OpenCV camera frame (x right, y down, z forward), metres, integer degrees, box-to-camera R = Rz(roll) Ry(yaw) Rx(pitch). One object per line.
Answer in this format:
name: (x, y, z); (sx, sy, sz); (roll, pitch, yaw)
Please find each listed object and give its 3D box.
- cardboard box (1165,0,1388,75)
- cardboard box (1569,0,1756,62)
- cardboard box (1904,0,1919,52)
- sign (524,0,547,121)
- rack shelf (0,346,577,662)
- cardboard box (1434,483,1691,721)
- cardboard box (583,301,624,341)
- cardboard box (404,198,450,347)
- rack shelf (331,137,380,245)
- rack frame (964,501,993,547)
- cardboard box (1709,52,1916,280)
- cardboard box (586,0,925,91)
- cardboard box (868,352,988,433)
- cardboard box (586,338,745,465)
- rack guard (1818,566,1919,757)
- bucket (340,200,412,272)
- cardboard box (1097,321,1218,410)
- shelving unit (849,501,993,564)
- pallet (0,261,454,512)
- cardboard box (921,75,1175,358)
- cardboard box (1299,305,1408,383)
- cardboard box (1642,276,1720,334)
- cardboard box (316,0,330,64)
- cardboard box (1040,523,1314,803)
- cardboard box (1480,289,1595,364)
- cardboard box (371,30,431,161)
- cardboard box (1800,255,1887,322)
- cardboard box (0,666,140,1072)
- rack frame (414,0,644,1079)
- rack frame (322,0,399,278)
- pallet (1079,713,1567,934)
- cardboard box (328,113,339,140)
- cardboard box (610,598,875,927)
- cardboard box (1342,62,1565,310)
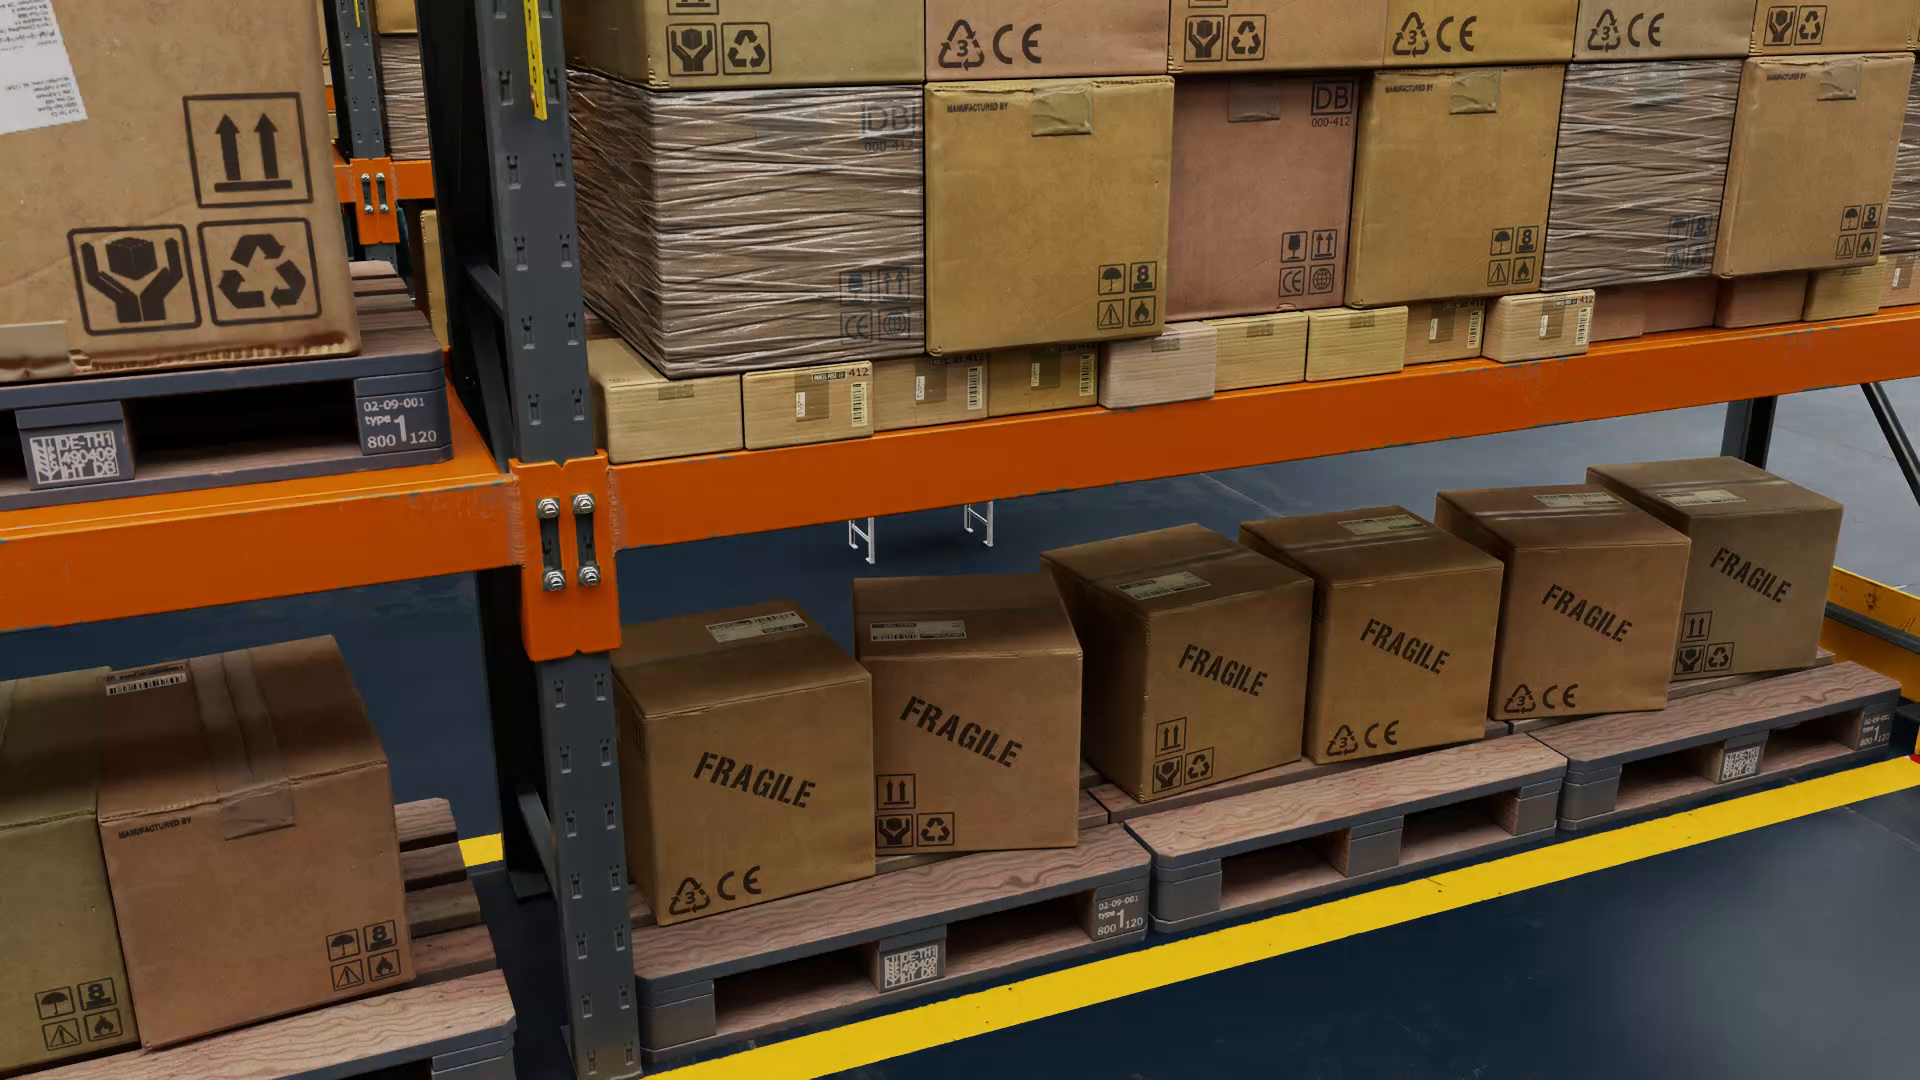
cardboard box: (0.529, -1.231, 3.399); (0.500, 0.500, 0.500); (-8, 21, -22)
cardboard box: (1.446, -1.364, 3.775); (0.500, 0.500, 0.500); (-8, 21, -22)
cardboard box: (2.363, -1.496, 4.151); (0.500, 0.500, 0.500); (-8, 21, -22)
sign: (-0.680, -0.836, 2.637); (0.005, 0.325, 0.100); (-8, 21, -22)
rack shelf: (-2.739, 0.144, 2.680); (4.000, 0.370, 1.077); (-8, 21, -22)
cardboard box: (1.655, 0.162, 4.676); (0.500, 0.500, 0.500); (-3, 20, -8)
cardboard box: (-0.822, -0.458, 3.685); (0.250, 0.149, 0.380); (-8, 21, -22)
cardboard box: (-2.170, -1.242, 8.099); (0.875, 0.875, 0.875); (-8, 21, -21)
rack shelf: (-4.611, -1.382, 7.014); (4.000, 0.370, 1.077); (-8, 21, -22)
rack frame: (0.072, -0.576, 6.352); (0.015, 1.200, 0.240); (-8, 21, -22)
cardboard box: (1.842, -1.006, 4.264); (0.500, 0.500, 0.875); (-8, 21, -22)
cardboard box: (-0.389, -1.099, 3.024); (0.500, 0.500, 0.500); (-8, 21, -22)
cardboard box: (-0.133, -0.347, 3.369); (0.250, 0.149, 0.380); (-8, 21, -22)
cardboard box: (-0.586, -0.277, 3.170); (0.250, 0.149, 0.380); (-8, 21, -22)
rack guard: (2.700, 0.204, 5.189); (0.348, 0.500, 1.175); (-8, 21, -22)
bucket: (-3.563, -1.878, 9.981); (0.620, 0.611, 0.726); (-11, 20, 0)
cardboard box: (0.339, -0.403, 3.529); (0.250, 0.149, 0.380); (-8, 21, -22)
shelving unit: (-0.152, -0.544, 6.261); (0.503, 1.200, 0.258); (-8, 21, -22)
pallet: (-1.662, -0.312, 3.180); (1.213, 0.211, 1.003); (-8, 21, -22)
cardboard box: (0.008, -0.742, 3.513); (0.500, 0.500, 0.875); (-8, 21, -22)
cardboard box: (0.786, -0.478, 3.742); (0.250, 0.149, 0.380); (-8, 21, -22)
cardboard box: (1.669, -0.636, 4.191); (0.250, 0.149, 0.380); (-8, 21, -22)
cardboard box: (-4.314, -3.641, 11.748); (0.500, 0.500, 0.500); (-8, 21, -22)
cardboard box: (0.542, 0.299, 4.289); (0.500, 0.500, 0.500); (-10, 22, -27)
cardboard box: (1.254, -0.537, 3.908); (0.250, 0.149, 0.380); (-8, 21, -22)
cardboard box: (-2.441, -2.107, 7.765); (0.550, 0.550, 0.875); (-8, 21, -22)
cardboard box: (2.151, -0.685, 4.328); (0.250, 0.149, 0.380); (-8, 21, -22)
cardboard box: (-1.921, 0.644, 3.278); (0.500, 0.500, 0.700); (-8, 21, -22)
rack frame: (-0.903, -0.459, 3.308); (0.127, 3.000, 1.000); (-8, 21, -22)
rack frame: (-2.775, -1.985, 7.642); (0.127, 3.000, 1.000); (-8, 21, -22)
pallet: (0.822, 0.596, 4.512); (1.213, 0.211, 1.003); (-8, 21, -22)
cardboard box: (-6.231, -4.100, 16.406); (0.500, 0.250, 0.500); (-8, 21, -22)
cardboard box: (-0.520, 0.482, 3.768); (0.500, 0.500, 0.500); (-9, 21, -24)
cardboard box: (0.903, -0.891, 3.938); (0.500, 0.500, 0.875); (-8, 21, -22)
